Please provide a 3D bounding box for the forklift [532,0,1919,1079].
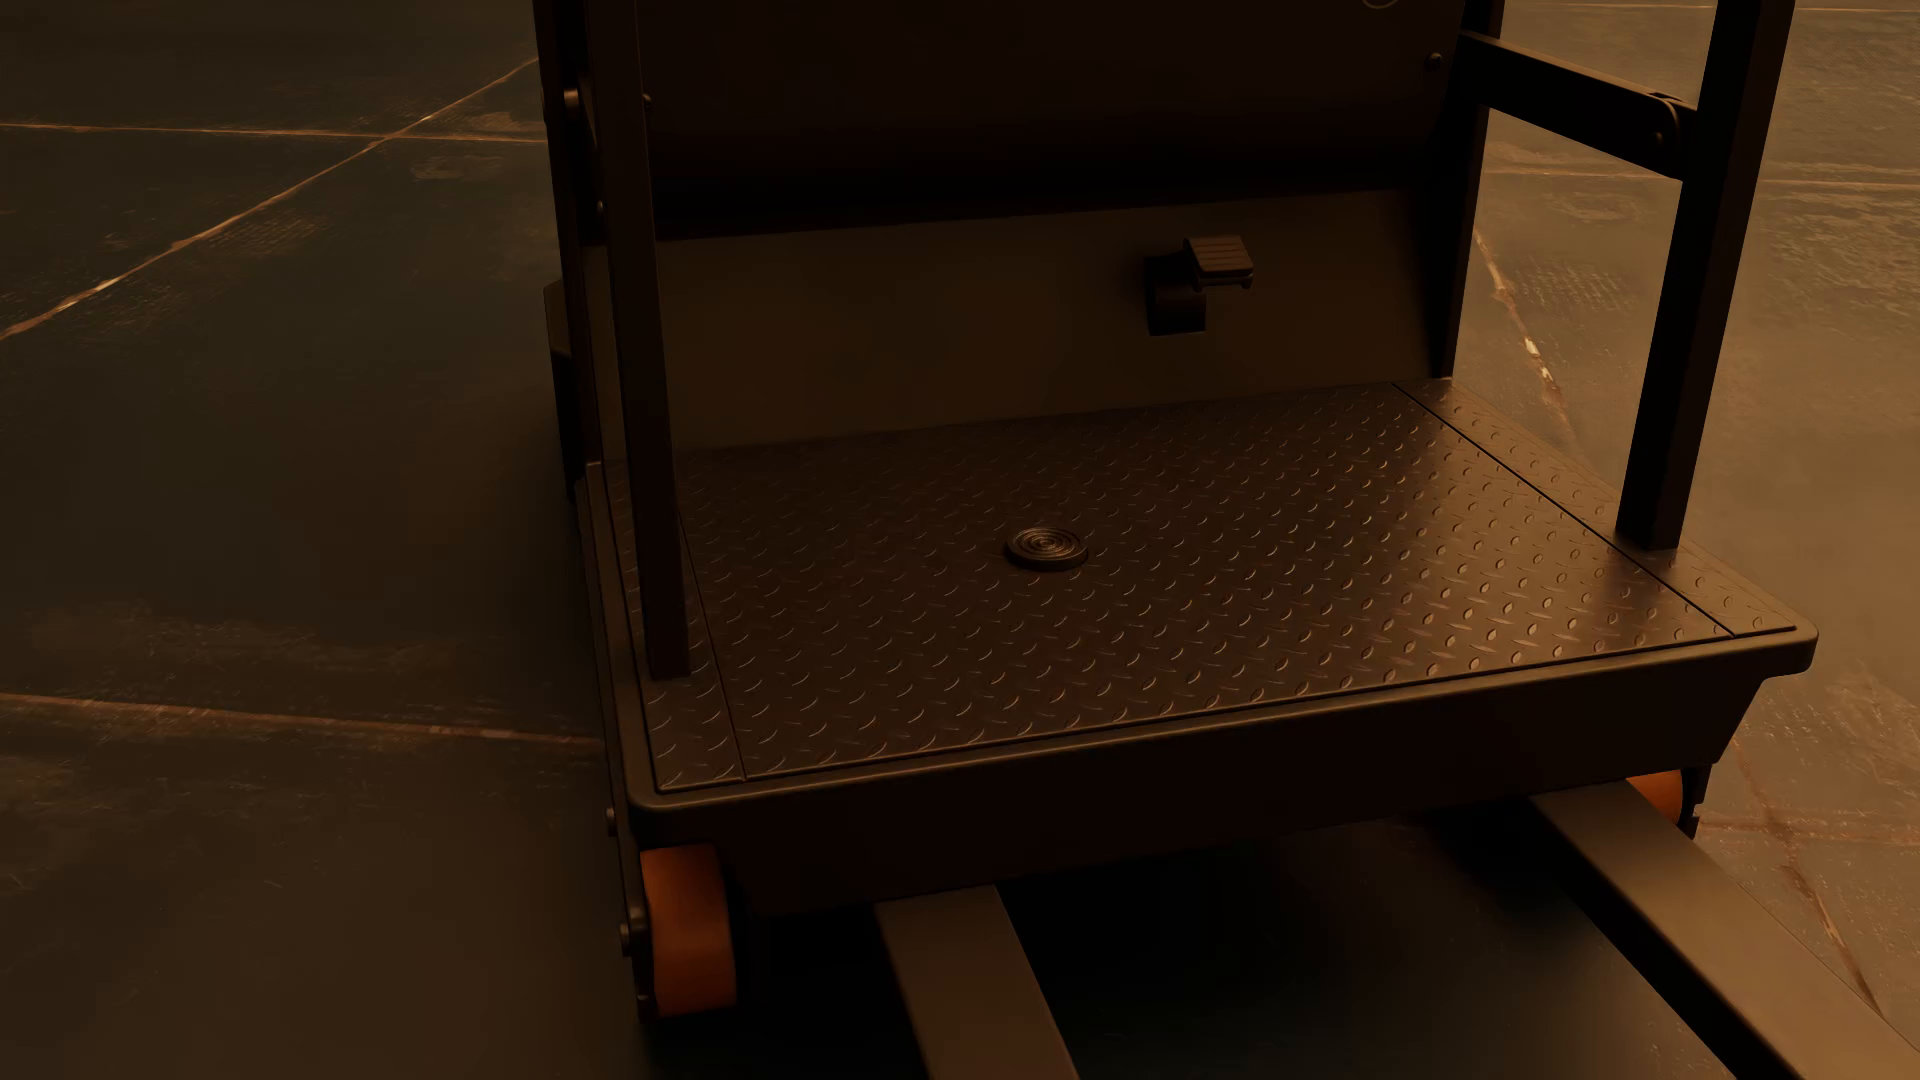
[{"bbox_3d":[0.153,-1.049,1.319,1.130,2.935,3.031,-7,27,-13],"label":"forklift"}]
